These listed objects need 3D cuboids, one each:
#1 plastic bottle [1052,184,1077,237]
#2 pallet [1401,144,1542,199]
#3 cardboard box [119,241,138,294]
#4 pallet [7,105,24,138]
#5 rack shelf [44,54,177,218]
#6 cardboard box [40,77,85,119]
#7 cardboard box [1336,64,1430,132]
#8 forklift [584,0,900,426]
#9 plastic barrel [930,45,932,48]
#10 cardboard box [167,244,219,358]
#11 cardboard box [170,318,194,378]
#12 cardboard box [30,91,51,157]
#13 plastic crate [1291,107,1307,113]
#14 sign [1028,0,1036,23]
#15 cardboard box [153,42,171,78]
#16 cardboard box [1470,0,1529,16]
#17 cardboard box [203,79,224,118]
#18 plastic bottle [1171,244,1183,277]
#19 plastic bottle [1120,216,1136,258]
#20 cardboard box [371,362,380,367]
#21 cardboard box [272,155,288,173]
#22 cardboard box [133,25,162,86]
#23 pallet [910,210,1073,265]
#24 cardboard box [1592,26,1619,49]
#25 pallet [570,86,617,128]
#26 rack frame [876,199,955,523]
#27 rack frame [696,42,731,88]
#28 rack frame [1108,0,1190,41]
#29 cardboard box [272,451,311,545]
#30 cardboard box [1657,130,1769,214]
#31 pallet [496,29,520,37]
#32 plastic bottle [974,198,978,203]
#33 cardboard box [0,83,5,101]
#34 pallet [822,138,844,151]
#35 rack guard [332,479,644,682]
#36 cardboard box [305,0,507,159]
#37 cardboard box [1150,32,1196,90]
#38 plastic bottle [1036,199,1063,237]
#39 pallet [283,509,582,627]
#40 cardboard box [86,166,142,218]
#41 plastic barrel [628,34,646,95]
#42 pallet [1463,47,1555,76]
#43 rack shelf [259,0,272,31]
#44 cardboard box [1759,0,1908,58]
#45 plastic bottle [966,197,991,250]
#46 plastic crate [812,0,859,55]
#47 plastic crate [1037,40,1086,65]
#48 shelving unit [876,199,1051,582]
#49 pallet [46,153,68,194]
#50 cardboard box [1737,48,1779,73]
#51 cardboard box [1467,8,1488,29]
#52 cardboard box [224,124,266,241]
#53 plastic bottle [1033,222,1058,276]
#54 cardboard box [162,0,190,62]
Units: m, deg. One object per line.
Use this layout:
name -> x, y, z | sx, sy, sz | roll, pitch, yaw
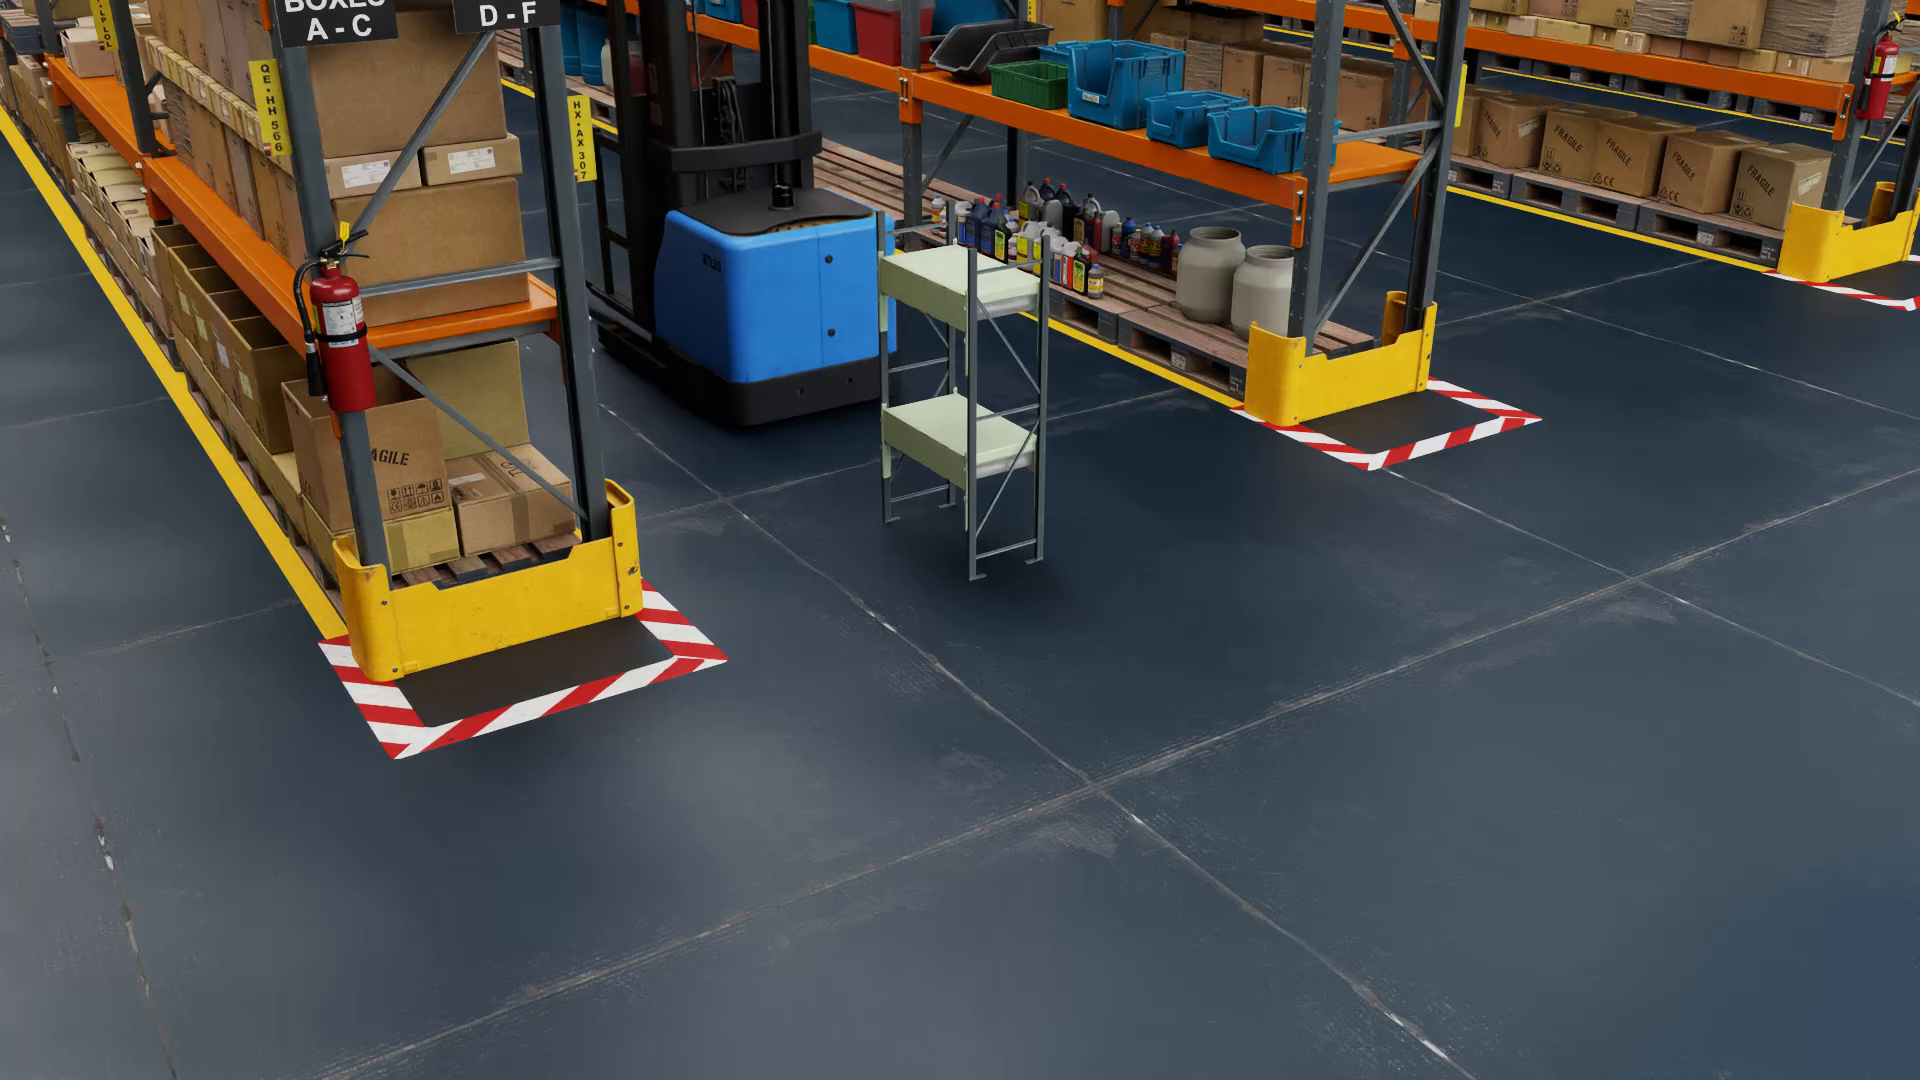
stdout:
plastic bottle -> 0.737, -2.344, 11.789 | 0.144, 0.351, 0.185 | -17, 30, -32
pallet -> 4.585, -3.236, 14.357 | 1.003, 0.211, 1.213 | -16, 29, -30
cardboard box -> -5.137, -1.813, 10.806 | 0.500, 0.250, 0.500 | -15, 29, -28
pallet -> -8.855, -4.268, 16.543 | 1.003, 0.211, 1.213 | -16, 29, -30
rack shelf -> -5.205, -2.812, 11.035 | 1.077, 0.370, 4.000 | -16, 29, -30
cardboard box -> -7.038, -3.559, 13.309 | 0.500, 0.250, 0.500 | -14, 29, -28
cardboard box -> 3.872, -4.022, 15.169 | 0.700, 0.500, 0.500 | -18, 31, -33
forklift -> -1.562, -2.513, 9.641 | 1.130, 2.935, 3.031 | -16, 29, -30
plastic barrel -> -0.300, -4.029, 12.612 | 0.433, 0.535, 0.433 | 0, 25, 0
cardboard box -> -3.843, -1.291, 8.822 | 0.500, 0.500, 0.500 | -16, 29, -30
cardboard box -> -4.114, -1.131, 9.362 | 0.500, 0.250, 0.500 | -16, 29, -30
cardboard box -> -7.578, -3.572, 14.216 | 0.500, 0.500, 0.500 | -17, 30, -31
plastic crate -> 2.004, -2.420, 9.671 | 0.298, 0.136, 0.250 | -16, 29, -30
sign -> 0.506, -3.824, 12.012 | 0.100, 0.325, 0.005 | -16, 29, -30
cardboard box -> -3.992, -2.529, 8.717 | 0.380, 0.149, 0.250 | -15, 29, -29
cardboard box -> 4.626, -4.546, 13.401 | 0.875, 0.500, 0.500 | -16, 29, -30
cardboard box -> -3.280, -2.066, 7.735 | 0.380, 0.149, 0.250 | -16, 30, -30
plastic bottle -> 1.437, -1.835, 10.887 | 0.097, 0.201, 0.097 | 0, 25, 0
plastic bottle -> 1.142, -2.061, 11.283 | 0.097, 0.271, 0.097 | 0, 25, 0
cardboard box -> -2.594, -0.874, 7.939 | 0.500, 0.500, 0.500 | -16, 29, -30
cardboard box -> -2.582, -1.606, 6.762 | 0.380, 0.149, 0.250 | -16, 30, -30
cardboard box -> -4.806, -2.934, 10.333 | 0.500, 0.500, 0.500 | -13, 28, -26
pallet -> 0.371, -2.064, 11.874 | 1.003, 0.211, 1.213 | -16, 29, -30
cardboard box -> 5.059, -3.856, 12.699 | 0.380, 0.149, 0.250 | -16, 29, -30
pallet -> -3.272, -4.452, 16.934 | 1.003, 0.211, 1.213 | -16, 29, -30
rack frame -> -0.196, -0.807, 7.702 | 0.400, 1.500, 0.023 | -16, 29, -30
rack frame -> -2.145, -5.005, 14.839 | 1.000, 3.000, 0.127 | -16, 29, -30
rack frame -> 2.005, -6.159, 17.284 | 1.000, 3.000, 0.127 | -16, 29, -30
cardboard box -> -2.753, -0.236, 7.466 | 0.500, 0.250, 0.500 | -16, 29, -30
cardboard box -> 5.691, -2.791, 12.584 | 0.500, 0.500, 0.500 | -8, 26, -16
pallet -> -6.094, -6.302, 20.851 | 1.003, 0.211, 1.213 | -16, 29, -30
plastic bottle -> 0.134, -2.245, 11.658 | 0.061, 0.283, 0.133 | -16, 29, -30
cardboard box -> -9.284, -4.450, 16.488 | 0.380, 0.149, 0.250 | -16, 29, -30
pallet -> -1.754, -3.458, 14.828 | 1.003, 0.211, 1.213 | -16, 29, -30
rack guard -> -1.916, 0.148, 6.851 | 1.175, 0.500, 0.348 | -16, 29, -30
cardboard box -> -2.203, -1.812, 6.437 | 0.700, 0.500, 0.500 | -15, 29, -29
cardboard box -> 2.388, -4.993, 17.226 | 0.700, 0.500, 0.500 | -17, 30, -32
plastic bottle -> 0.626, -2.266, 11.712 | 0.152, 0.276, 0.135 | -16, 29, -30
pallet -> -2.382, 0.006, 7.489 | 1.003, 0.211, 1.213 | -16, 29, -30
cardboard box -> -5.687, -2.428, 11.451 | 0.500, 0.311, 0.500 | -16, 30, -31
plastic barrel -> -3.042, -4.680, 16.482 | 0.600, 0.588, 0.708 | -16, 29, -30
pallet -> 6.583, -5.719, 19.617 | 1.003, 0.211, 1.213 | -16, 29, -30
rack shelf -> -3.021, -2.737, 7.364 | 1.077, 0.370, 4.000 | -16, 29, -30
cardboard box -> 6.095, -3.681, 11.568 | 0.875, 0.500, 0.500 | -16, 29, -30
plastic bottle -> 0.132, -2.190, 11.463 | 0.144, 0.351, 0.185 | -15, 29, -28
plastic crate -> -0.824, -3.889, 12.494 | 0.392, 0.384, 0.575 | -16, 29, -30
plastic crate -> 0.871, -3.175, 11.135 | 0.499, 0.251, 0.616 | -16, 29, -30
shelving unit -> 0.004, -0.676, 7.425 | 0.431, 1.500, 0.755 | -16, 29, -30
pallet -> -7.335, -3.303, 14.500 | 1.003, 0.211, 1.213 | -16, 29, -30
cardboard box -> 5.728, -3.405, 11.744 | 0.380, 0.149, 0.250 | -16, 29, -30
cardboard box -> 4.339, -4.293, 13.624 | 0.380, 0.149, 0.250 | -16, 29, -30
cardboard box -> -3.021, -1.759, 7.845 | 0.700, 0.500, 0.500 | -15, 29, -28
plastic bottle -> 0.569, -1.904, 10.857 | 0.144, 0.351, 0.185 | -14, 29, -27
cardboard box -> -3.589, -2.716, 8.352 | 0.700, 0.500, 0.500 | -16, 29, -30
